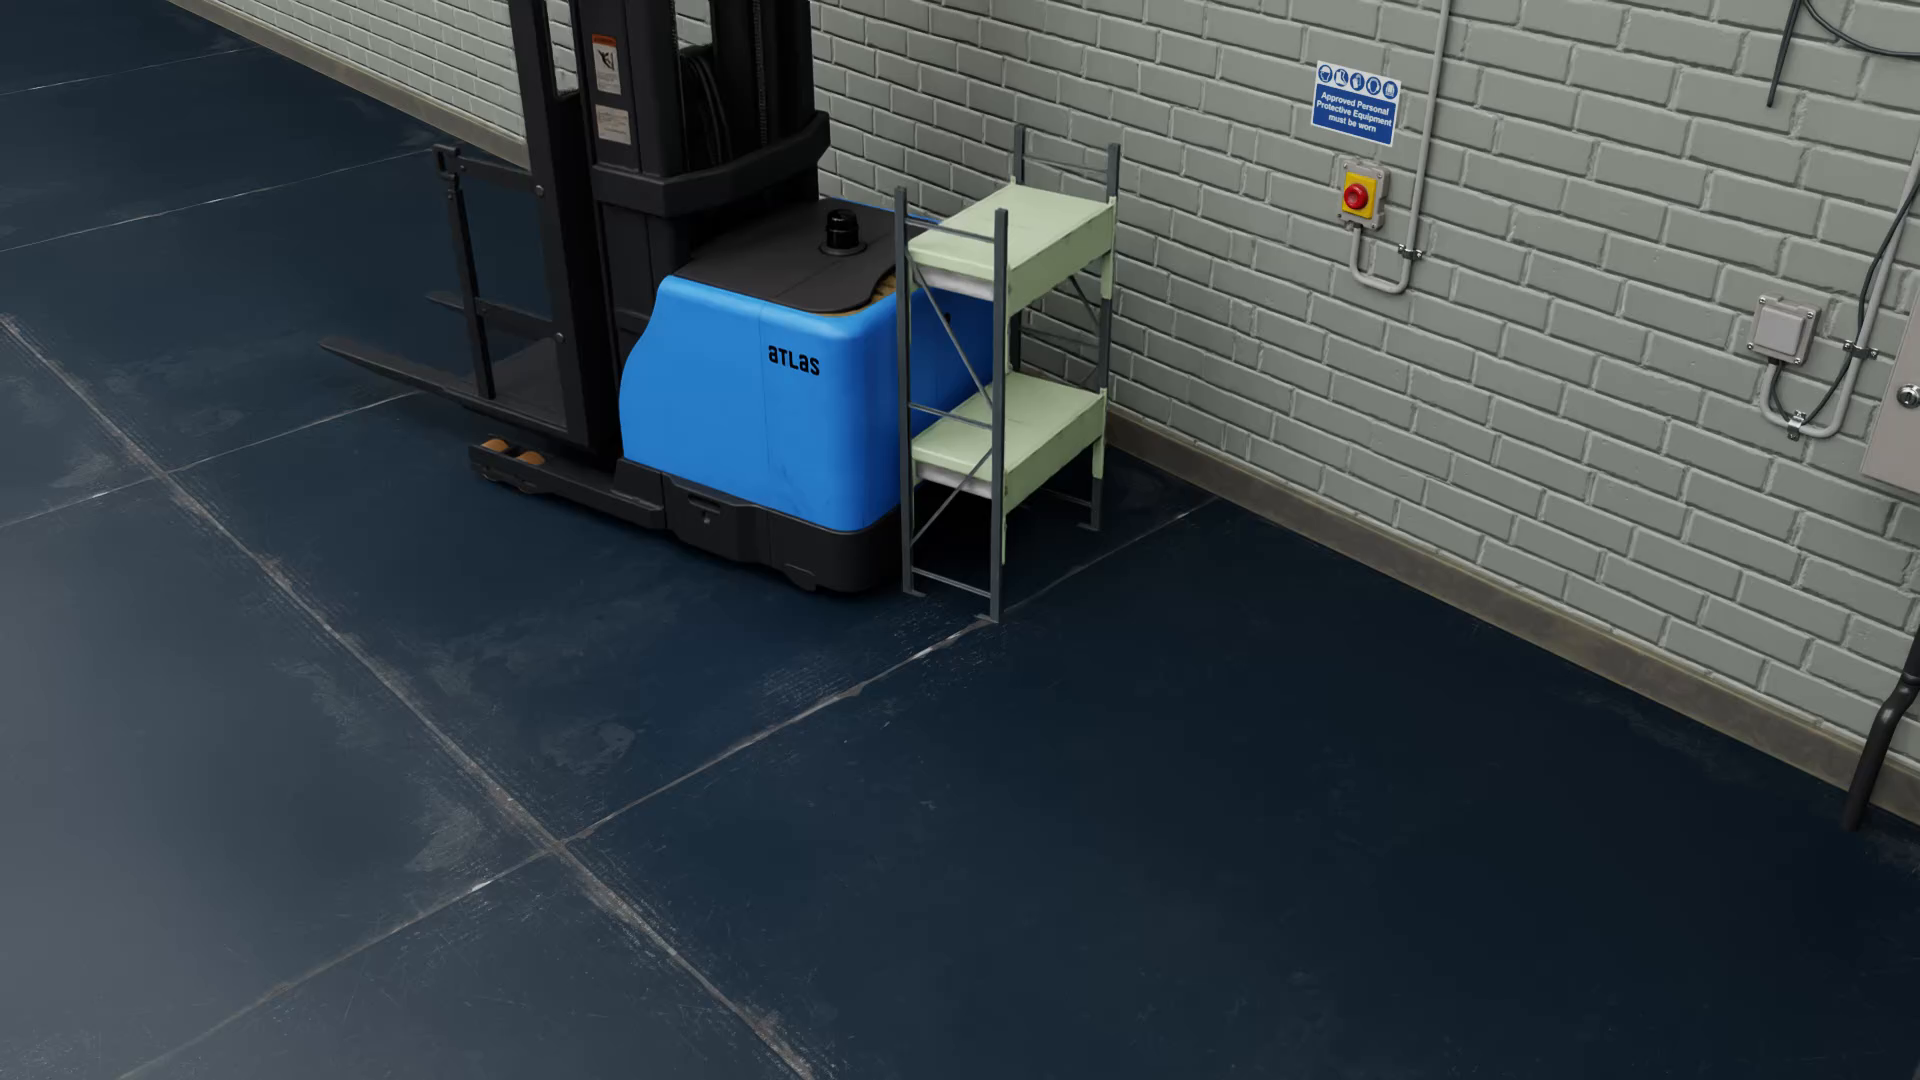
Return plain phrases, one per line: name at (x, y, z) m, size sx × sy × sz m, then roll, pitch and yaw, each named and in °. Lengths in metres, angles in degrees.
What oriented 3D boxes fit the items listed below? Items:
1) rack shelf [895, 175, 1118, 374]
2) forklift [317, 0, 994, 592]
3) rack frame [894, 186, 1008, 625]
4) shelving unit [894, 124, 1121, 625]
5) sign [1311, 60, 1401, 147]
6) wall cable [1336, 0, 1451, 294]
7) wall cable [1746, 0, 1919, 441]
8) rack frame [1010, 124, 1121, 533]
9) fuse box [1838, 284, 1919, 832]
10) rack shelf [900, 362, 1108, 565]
rack shelf at (0.165, -0.899, 5.534) m, size 0.431 × 0.370 × 0.720 m, roll 18°, pitch 36°, yaw 27°
forklift at (-1.347, -1.642, 6.125) m, size 3.031 × 2.935 × 1.130 m, roll 19°, pitch 36°, yaw 27°
rack frame at (-0.030, -0.404, 5.473) m, size 0.400 × 1.500 × 0.023 m, roll 18°, pitch 36°, yaw 27°
shelving unit at (0.165, -0.566, 5.737) m, size 0.431 × 1.500 × 0.755 m, roll 18°, pitch 36°, yaw 27°
sign at (1.296, -1.433, 5.460) m, size 0.001 × 0.218 × 0.327 m, roll -26°, pitch 40°, yaw -35°
wall cable at (1.284, -1.725, 5.191) m, size 0.123 × 1.953 × 0.585 m, roll -26°, pitch 40°, yaw -35°
wall cable at (2.256, -1.173, 4.319) m, size 0.122 × 1.984 × 0.588 m, roll -26°, pitch 40°, yaw -35°
rack frame at (0.360, -0.727, 6.002) m, size 0.400 × 1.500 × 0.023 m, roll 18°, pitch 36°, yaw 27°
fuse box at (2.605, 0.127, 4.402) m, size 0.414 × 1.711 × 0.539 m, roll -26°, pitch 40°, yaw -35°
rack shelf at (0.165, -0.287, 5.907) m, size 0.431 × 0.370 × 0.720 m, roll 18°, pitch 36°, yaw 27°
